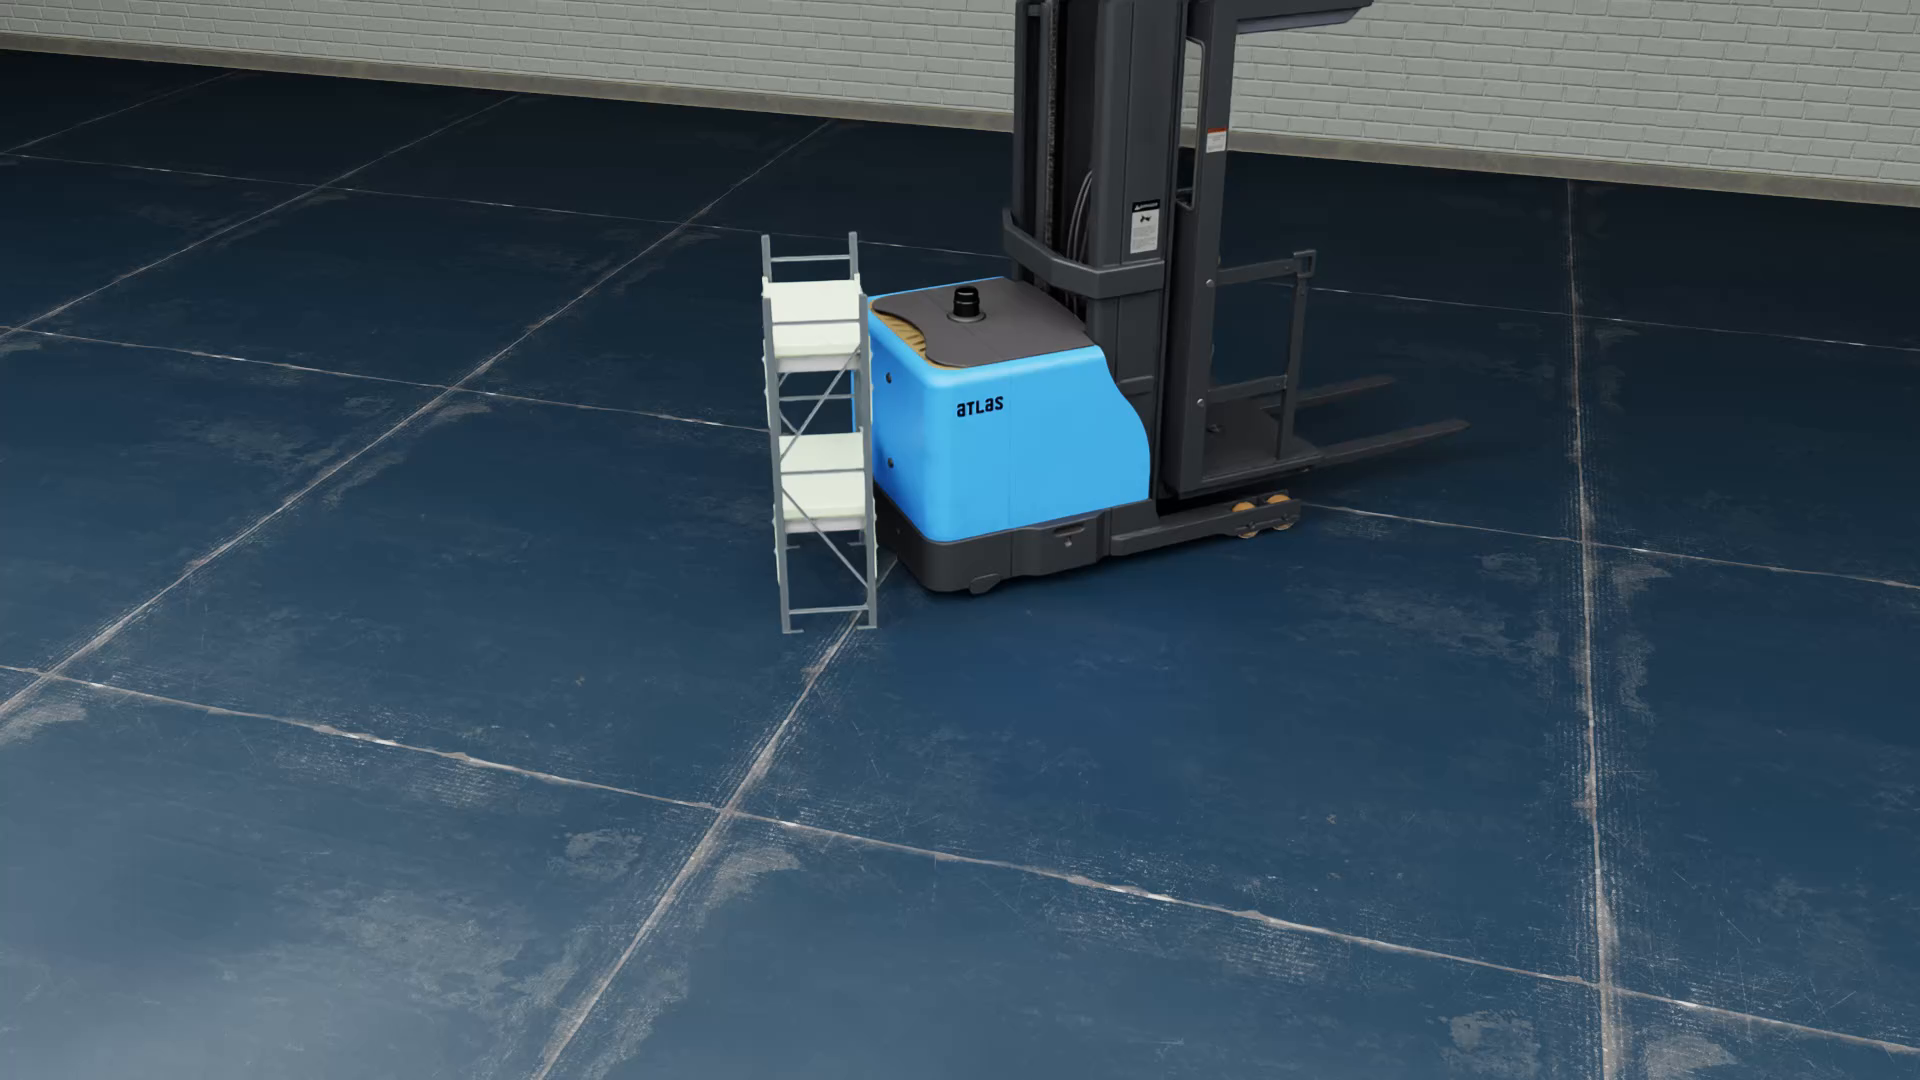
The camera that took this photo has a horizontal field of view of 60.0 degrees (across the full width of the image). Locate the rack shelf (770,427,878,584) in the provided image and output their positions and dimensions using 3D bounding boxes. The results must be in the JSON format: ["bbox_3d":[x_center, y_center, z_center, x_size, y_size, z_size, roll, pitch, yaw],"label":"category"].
[{"bbox_3d":[-0.592,-0.163,7.171,0.431,0.370,0.720,-3,29,-5],"label":"rack shelf"}]

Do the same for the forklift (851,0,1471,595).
[{"bbox_3d":[1.047,-1.509,7.448,3.031,2.935,1.130,-12,31,-21],"label":"forklift"}]

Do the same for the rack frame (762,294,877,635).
[{"bbox_3d":[-0.552,-0.271,6.694,0.400,1.500,0.023,-3,29,-5],"label":"rack frame"}]

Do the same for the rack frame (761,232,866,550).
[{"bbox_3d":[-0.632,-0.625,7.330,0.400,1.500,0.023,-3,29,-5],"label":"rack frame"}]

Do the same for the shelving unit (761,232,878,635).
[{"bbox_3d":[-0.592,-0.448,7.012,0.431,1.500,0.755,-3,29,-5],"label":"shelving unit"}]

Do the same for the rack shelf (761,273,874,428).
[{"bbox_3d":[-0.592,-0.789,6.822,0.431,0.370,0.720,-3,29,-5],"label":"rack shelf"}]
